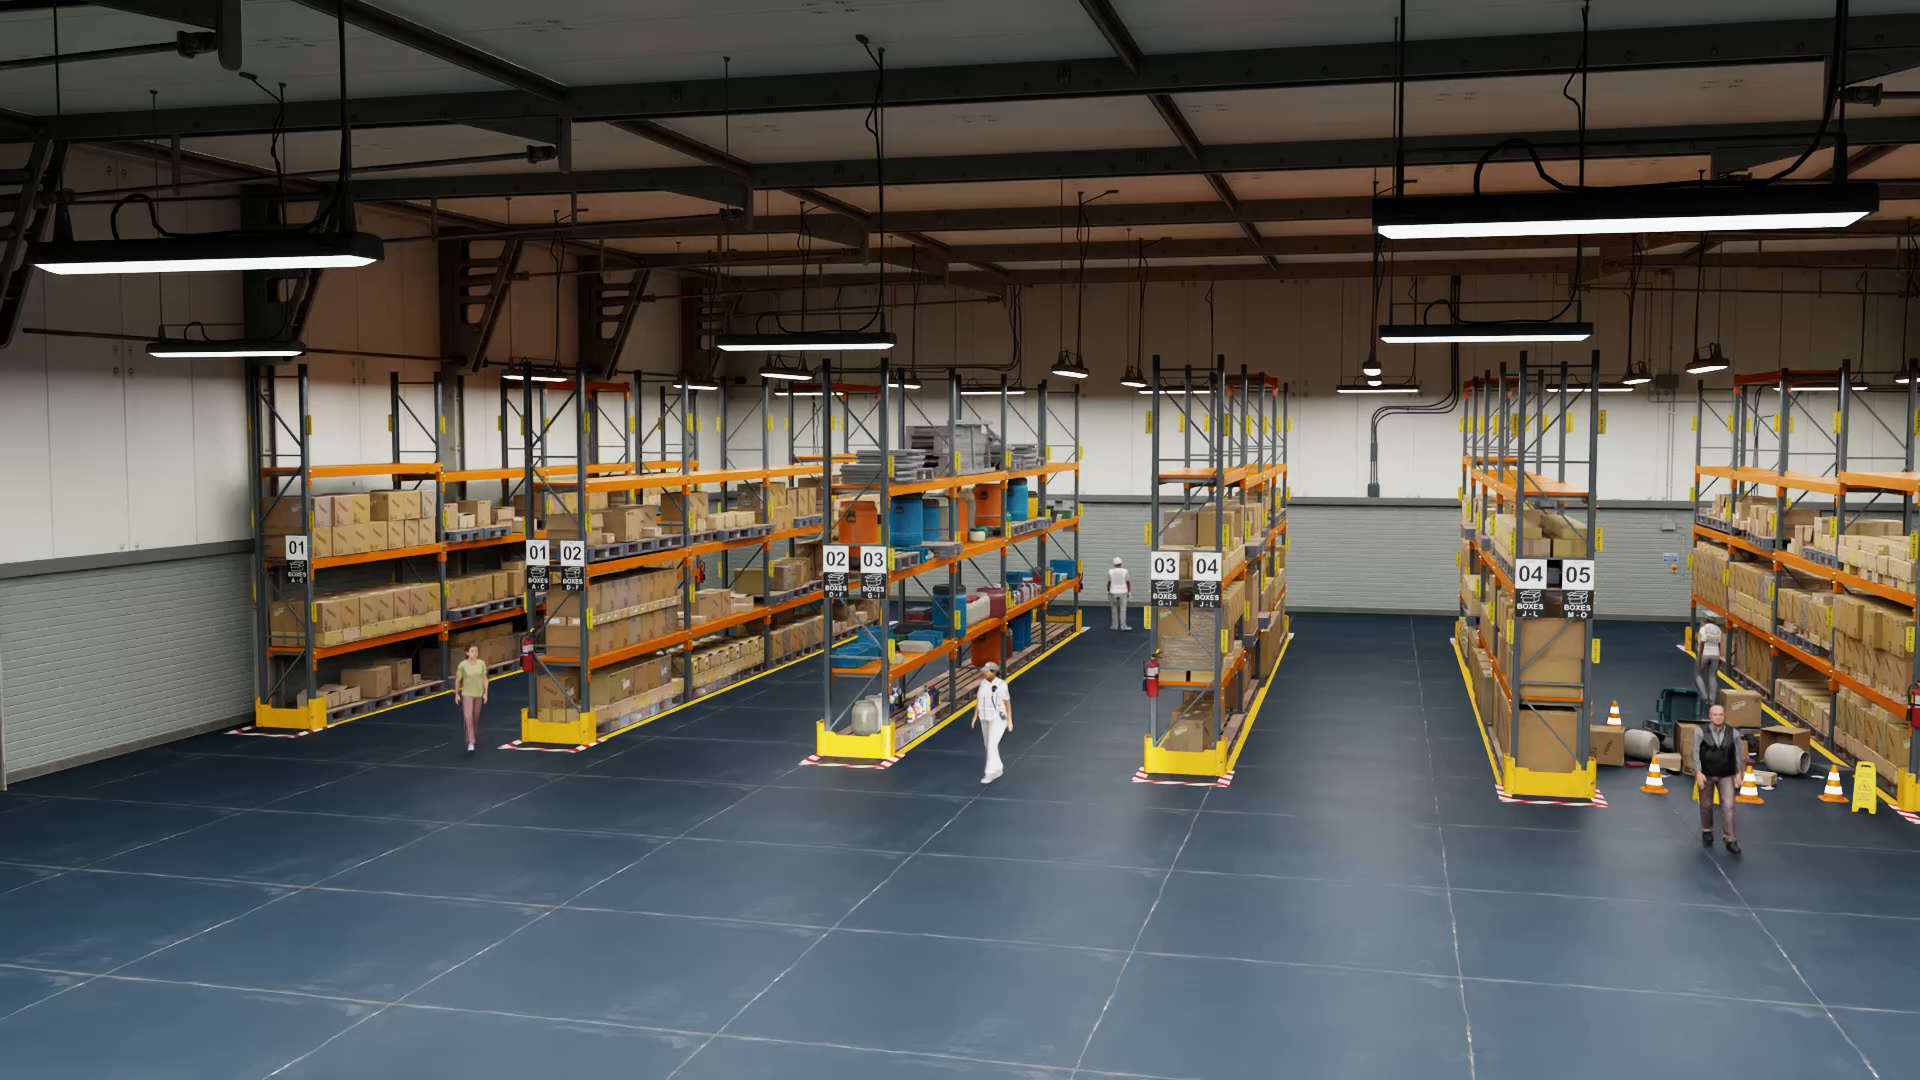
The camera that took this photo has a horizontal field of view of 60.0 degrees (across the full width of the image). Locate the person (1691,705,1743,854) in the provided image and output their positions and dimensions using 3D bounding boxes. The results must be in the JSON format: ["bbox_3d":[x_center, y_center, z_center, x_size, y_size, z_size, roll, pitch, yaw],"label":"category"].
[{"bbox_3d":[8.919,2.784,19.592,0.569,1.675,0.960,2,4,21],"label":"person"}]

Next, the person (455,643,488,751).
[{"bbox_3d":[-7.491,2.410,25.599,0.507,1.609,0.949,-3,5,-37],"label":"person"}]

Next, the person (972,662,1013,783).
[{"bbox_3d":[0.392,2.563,23.446,0.592,1.662,0.749,4,6,45],"label":"person"}]

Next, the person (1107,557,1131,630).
[{"bbox_3d":[3.895,1.308,40.705,0.609,1.788,0.467,1,4,9],"label":"person"}]

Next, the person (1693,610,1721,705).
[{"bbox_3d":[13.400,2.125,29.738,0.471,1.714,0.475,0,4,-3],"label":"person"}]
